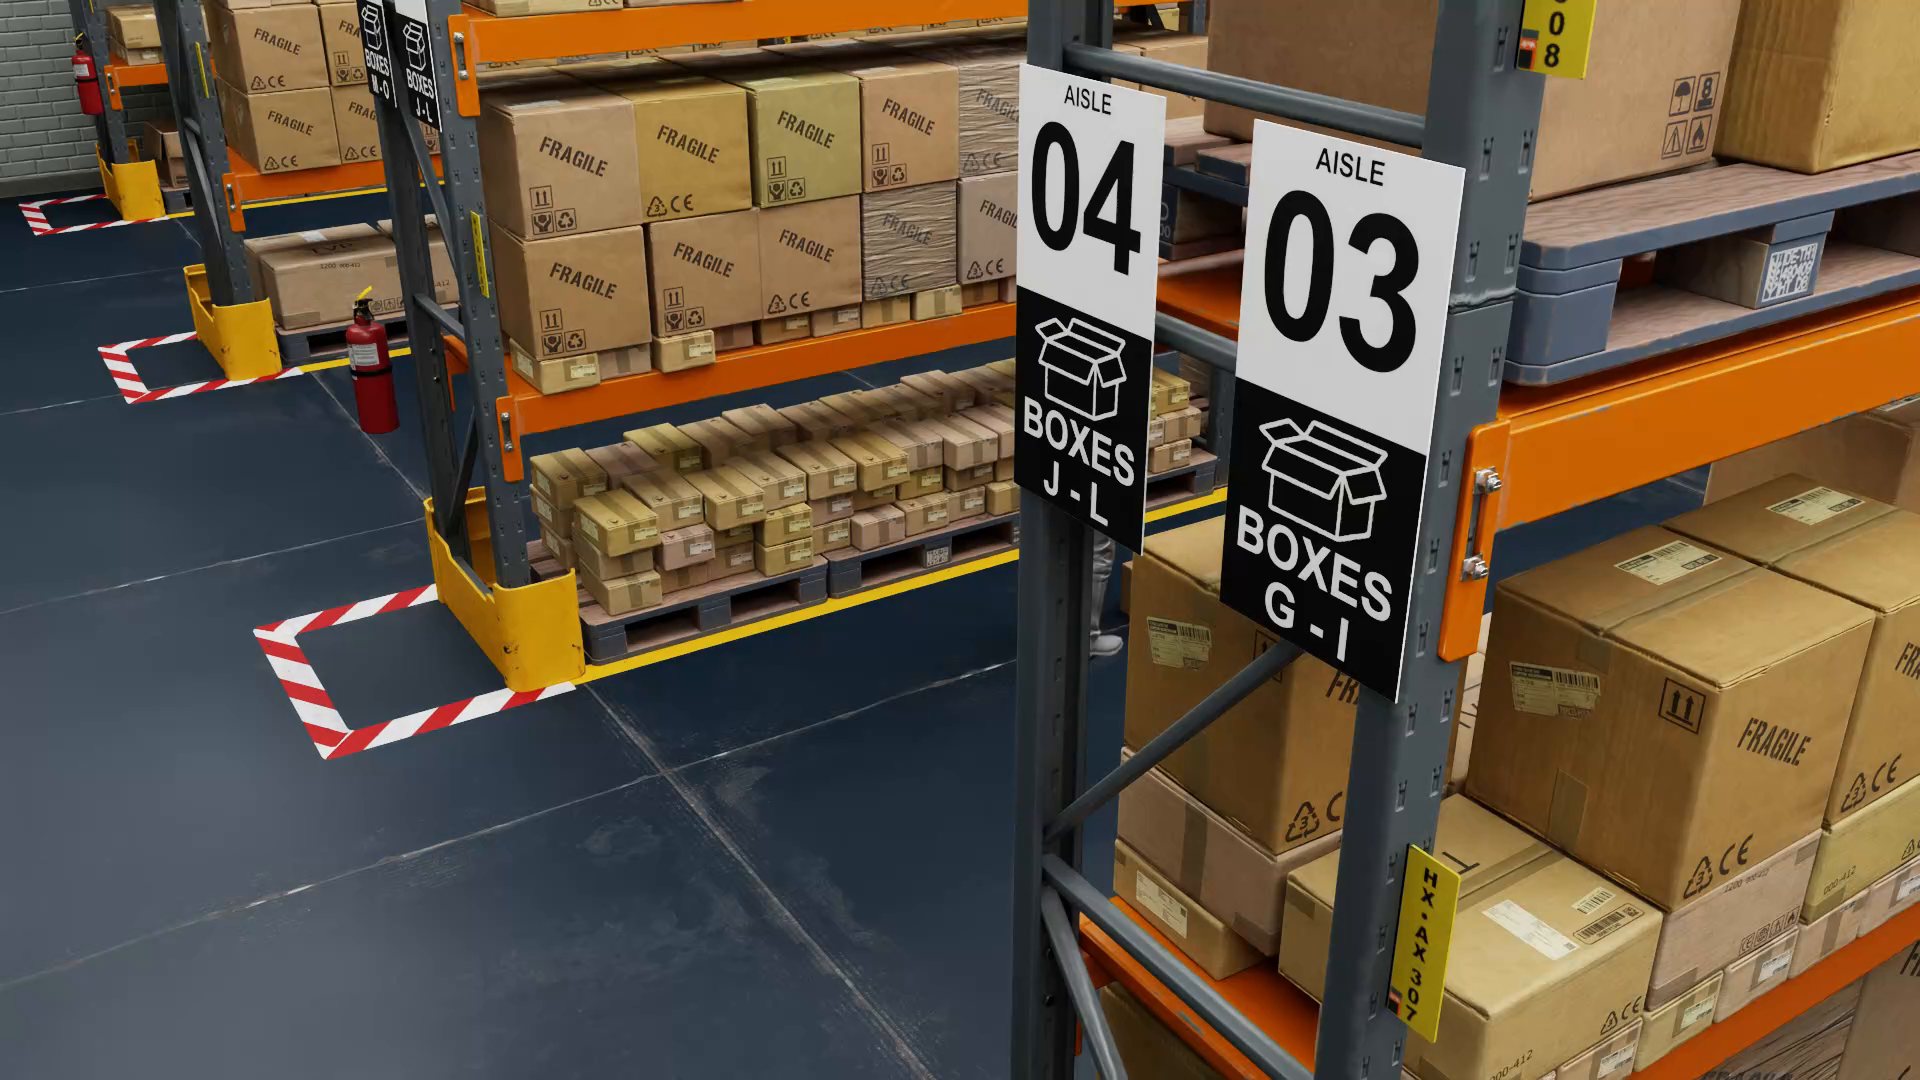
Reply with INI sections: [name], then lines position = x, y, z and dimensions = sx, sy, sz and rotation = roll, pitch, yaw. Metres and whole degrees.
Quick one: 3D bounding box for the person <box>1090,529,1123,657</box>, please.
[person]
position = 0.519, -0.342, 7.334
dimensions = 0.359, 1.775, 0.533
rotation = -15, 29, -29
